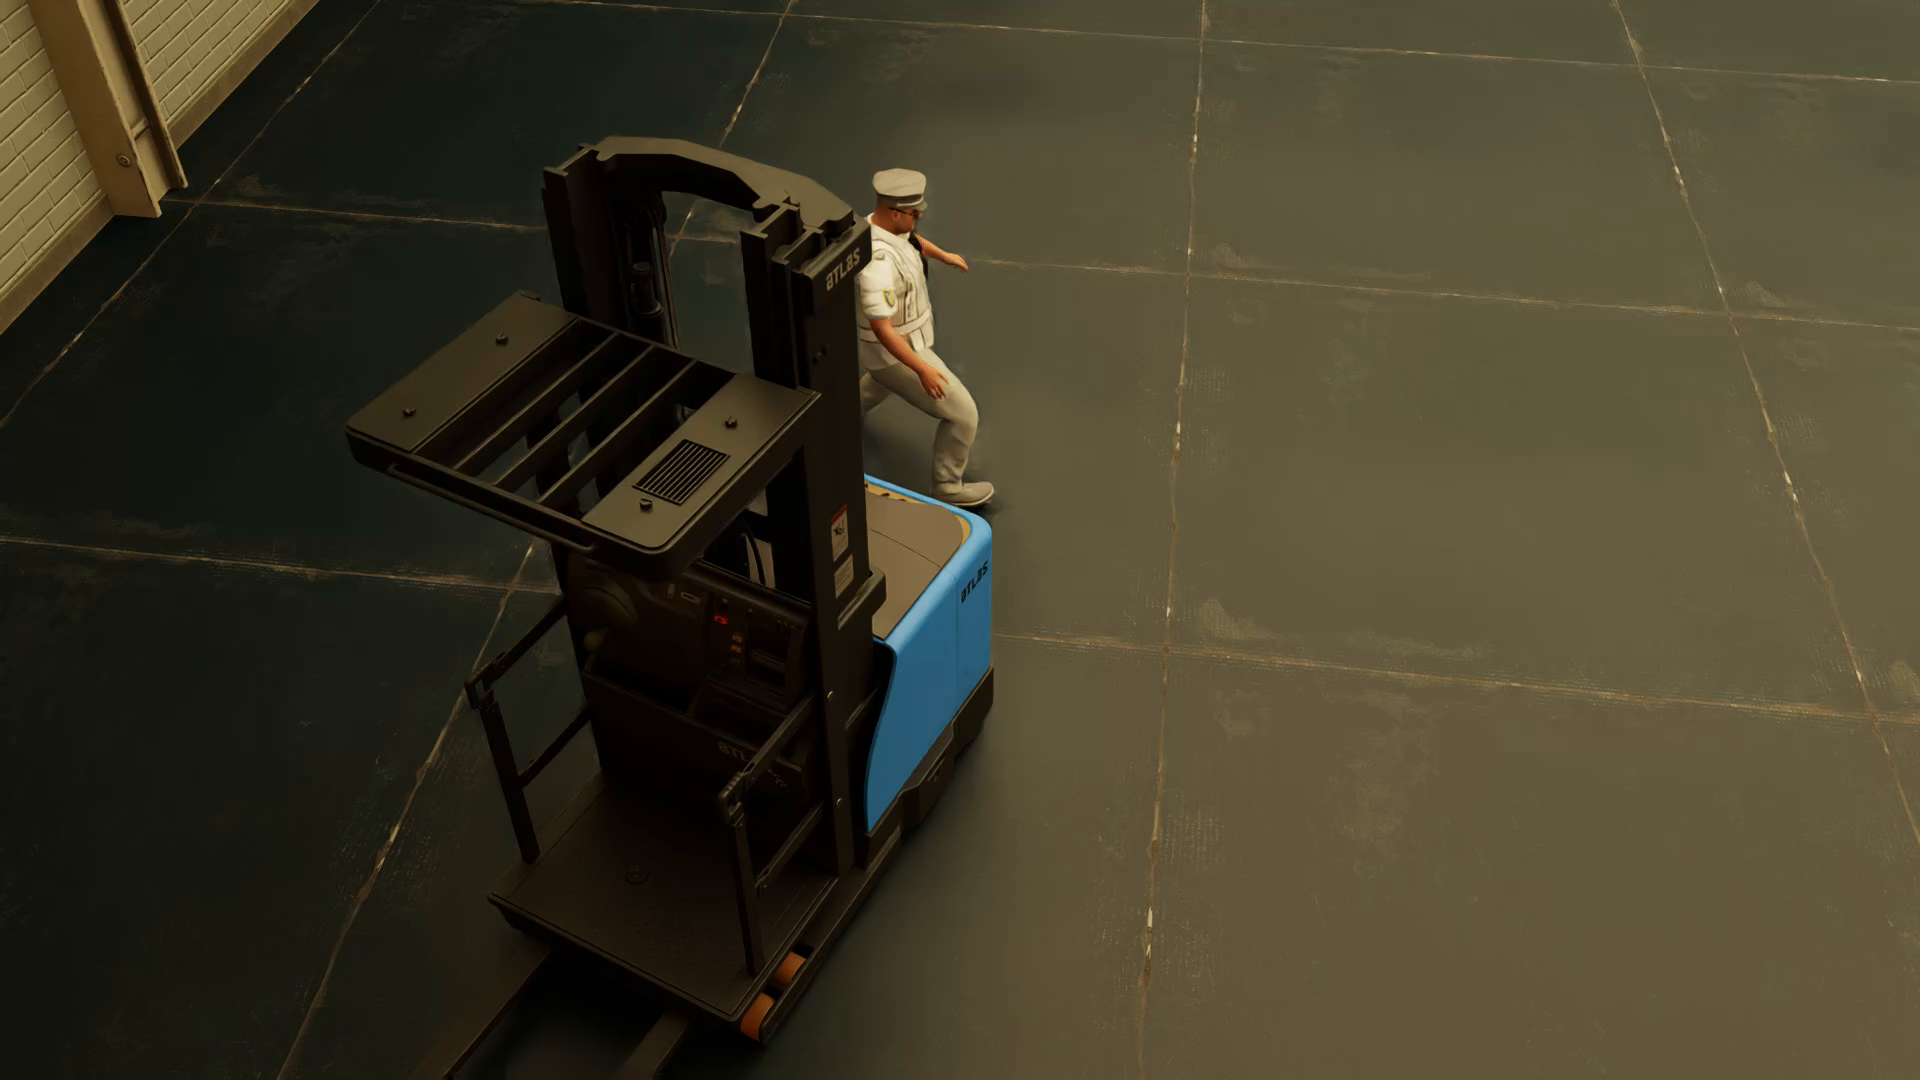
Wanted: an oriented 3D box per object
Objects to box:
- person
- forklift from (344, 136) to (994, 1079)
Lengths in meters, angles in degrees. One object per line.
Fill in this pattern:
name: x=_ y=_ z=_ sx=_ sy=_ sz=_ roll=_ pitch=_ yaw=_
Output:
person: x=-0.238 y=-1.010 z=7.850 sx=0.821 sy=1.621 sz=0.978 roll=1 pitch=43 yaw=1
forklift: x=-1.009 y=0.352 z=5.341 sx=1.130 sy=2.935 sz=3.031 roll=20 pitch=46 yaw=21
